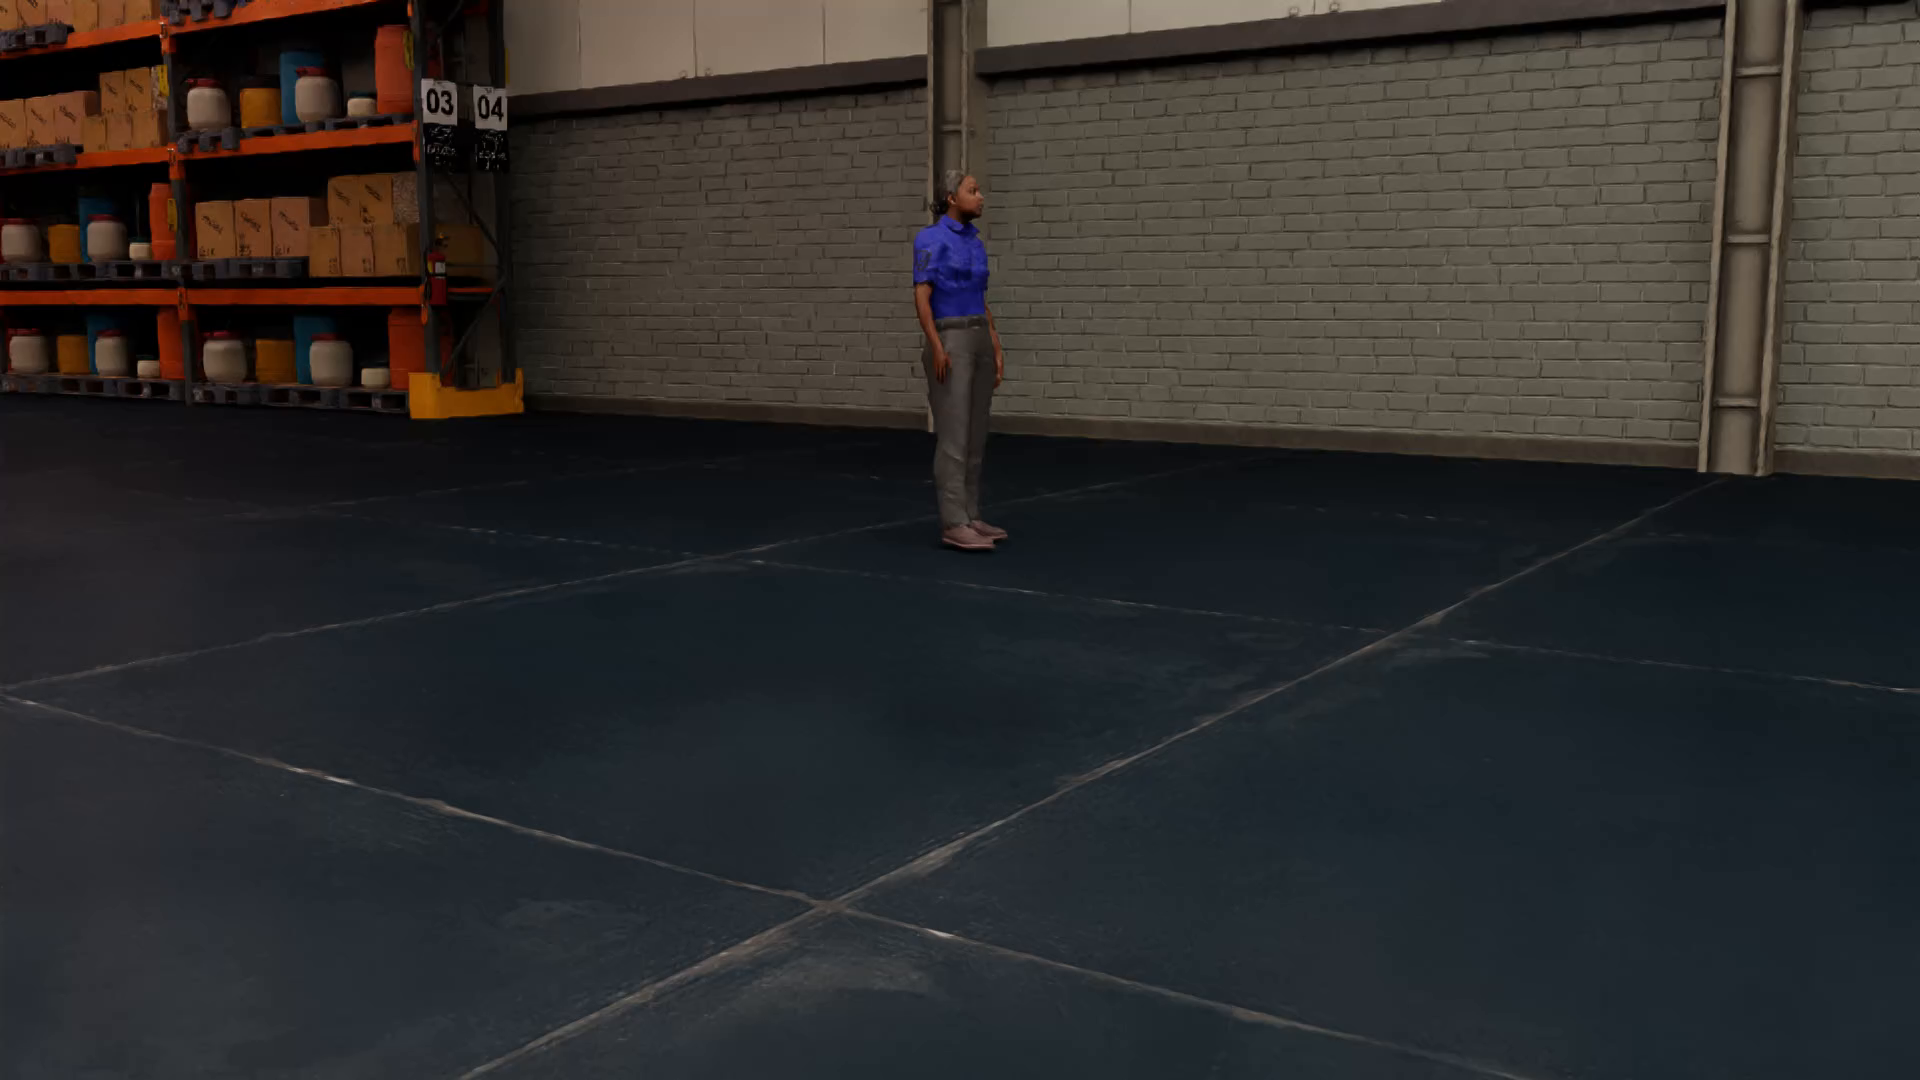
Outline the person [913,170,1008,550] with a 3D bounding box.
[{"bbox_3d":[0.062,-0.817,7.422,0.503,1.654,0.570,5,10,34],"label":"person"}]
